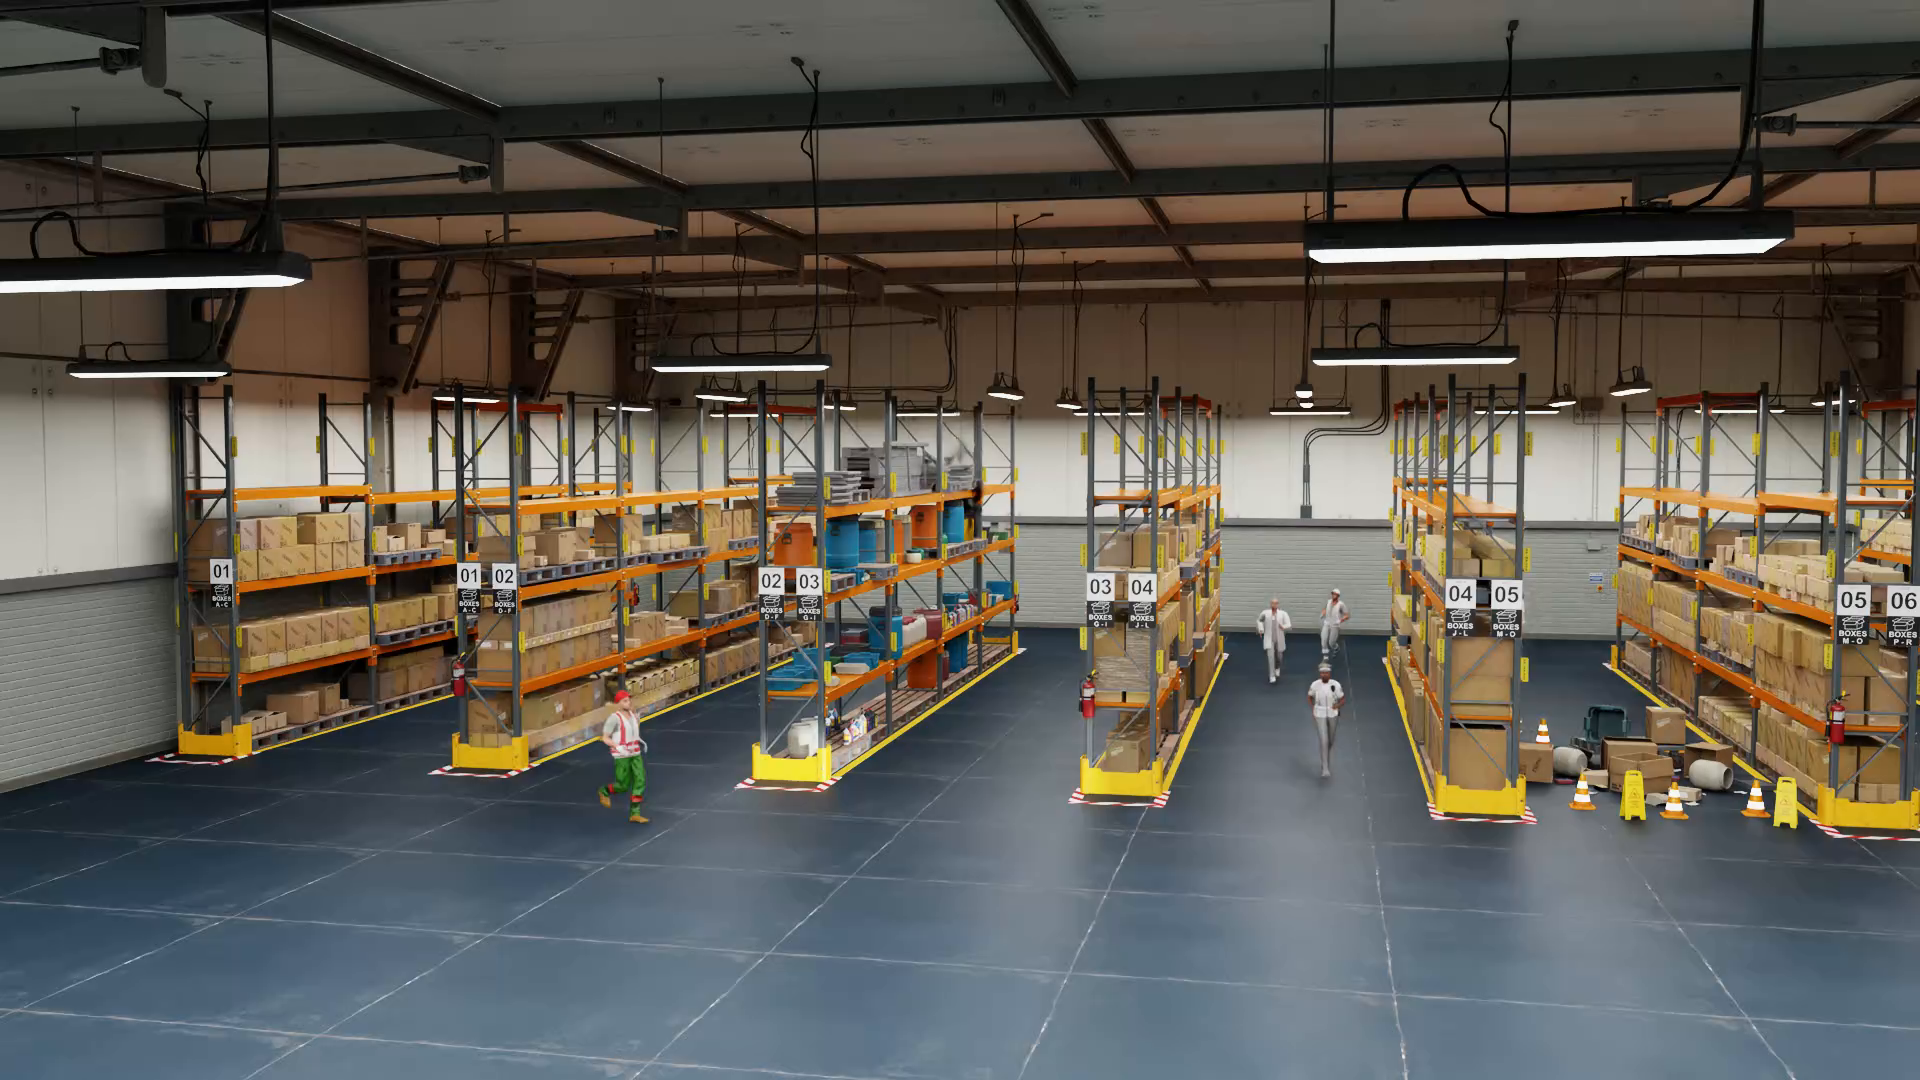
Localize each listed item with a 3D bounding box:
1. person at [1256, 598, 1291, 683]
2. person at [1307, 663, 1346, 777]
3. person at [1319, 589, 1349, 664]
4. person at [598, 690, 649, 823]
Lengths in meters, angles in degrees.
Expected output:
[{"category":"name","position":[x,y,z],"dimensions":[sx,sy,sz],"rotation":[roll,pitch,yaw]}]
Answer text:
[{"category":"person","position":[6.695,2.123,35.483],"dimensions":[0.715,1.754,1.020],"rotation":[0,3,7]},{"category":"person","position":[5.640,2.731,25.585],"dimensions":[0.571,1.710,0.843],"rotation":[0,3,6]},{"category":"person","position":[8.679,1.993,38.515],"dimensions":[0.699,1.733,0.683],"rotation":[3,4,44]},{"category":"person","position":[-4.484,2.885,22.287],"dimensions":[0.848,1.748,0.669],"rotation":[2,4,35]}]
